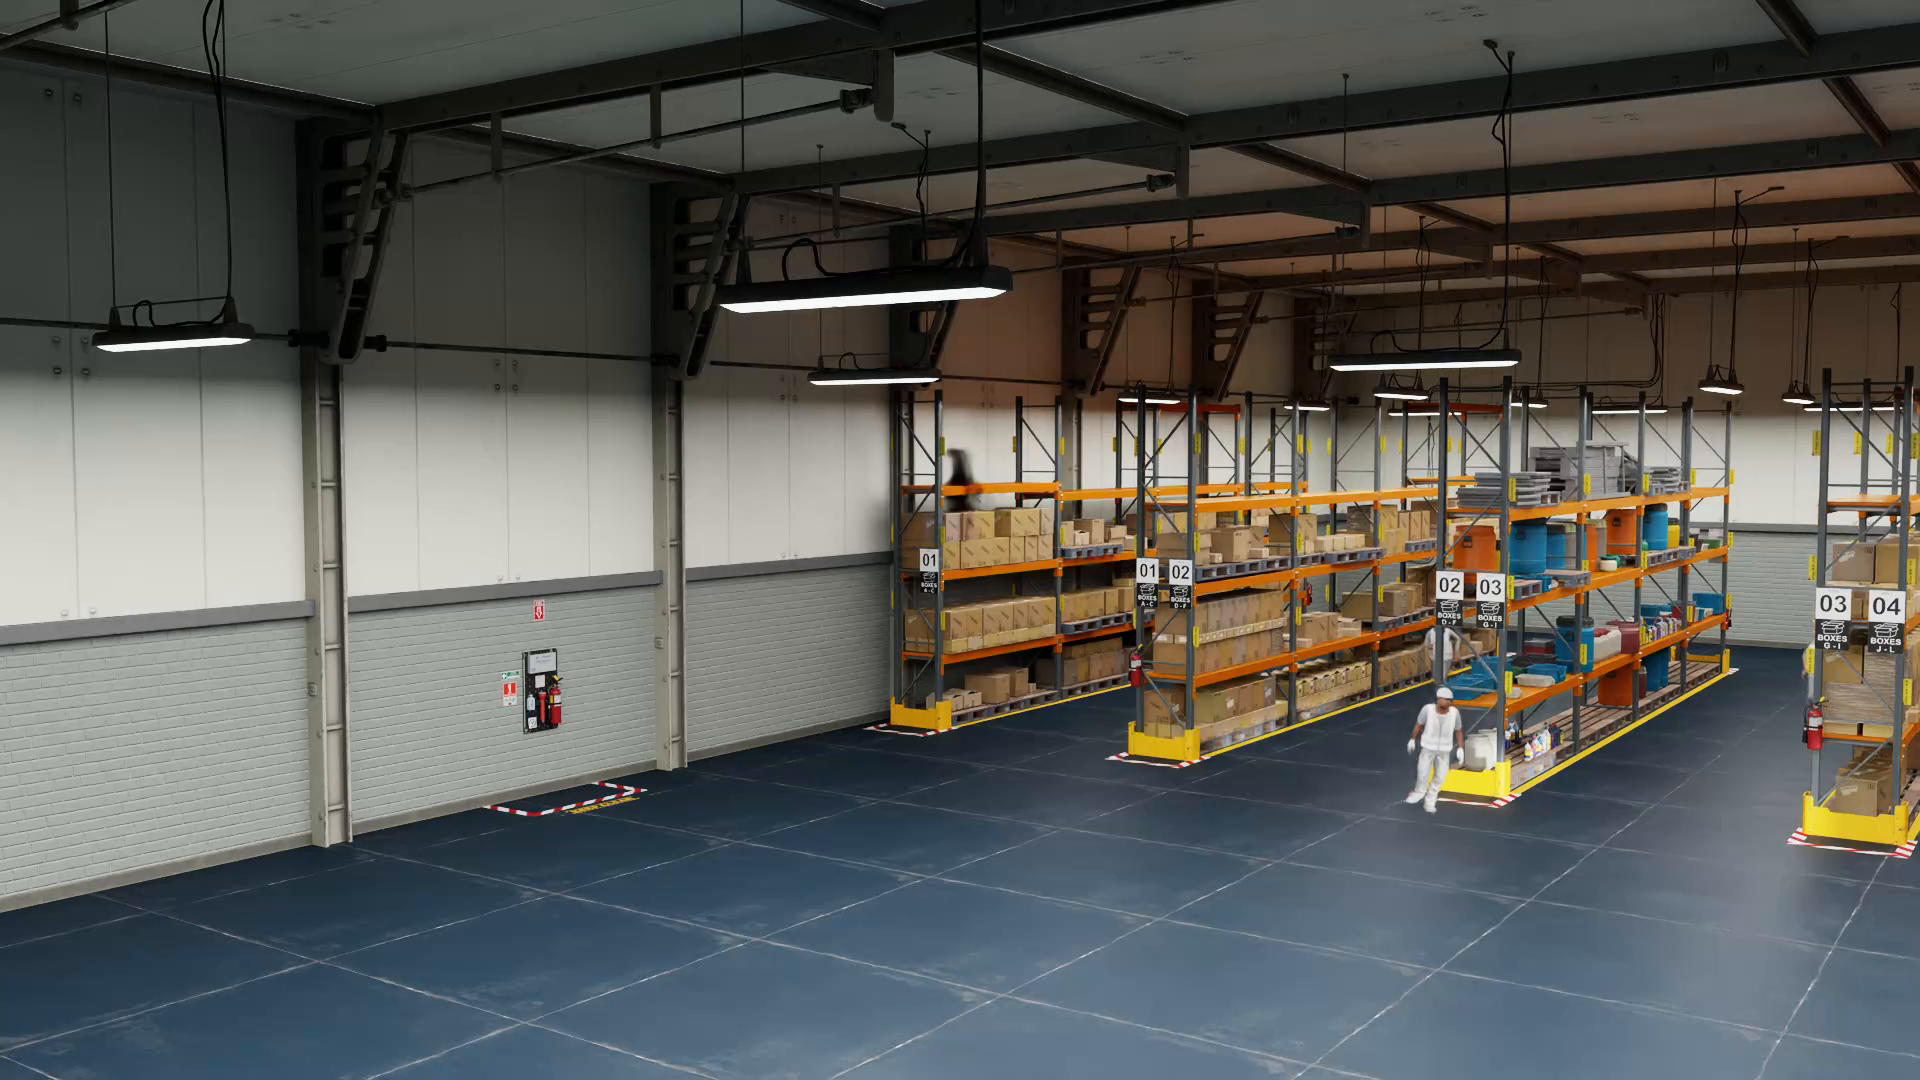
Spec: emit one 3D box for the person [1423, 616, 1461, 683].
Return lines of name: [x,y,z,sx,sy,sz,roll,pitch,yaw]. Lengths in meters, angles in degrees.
person: [9.240,2.322,31.977,0.634,1.825,0.831,2,4,32]

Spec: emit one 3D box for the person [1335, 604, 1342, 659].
person: [8.558,2.139,37.105,1.059,1.475,0.583,-2,4,-36]

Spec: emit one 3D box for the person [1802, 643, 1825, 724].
person: [15.266,2.470,29.478,0.625,1.815,0.717,2,4,28]

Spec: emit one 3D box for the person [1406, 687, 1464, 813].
person: [6.492,2.864,22.717,0.702,1.757,0.596,0,3,2]
